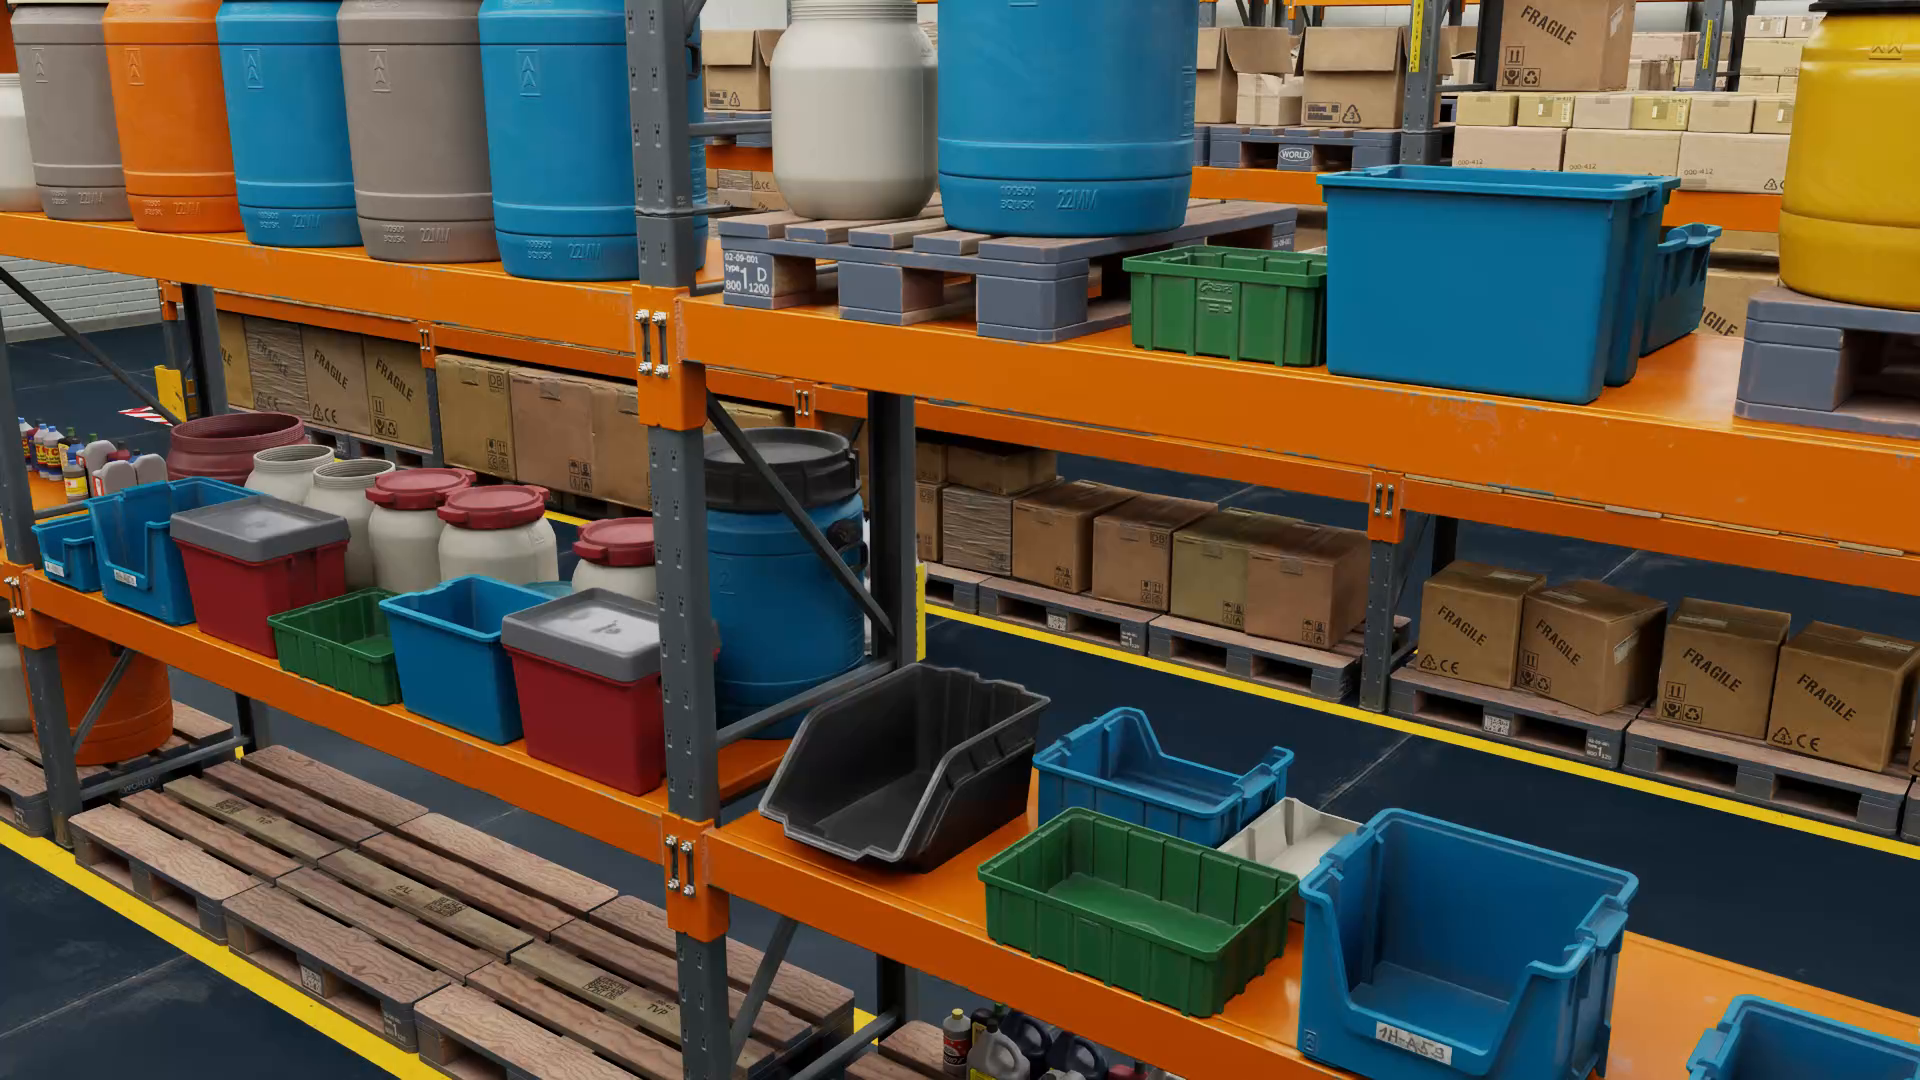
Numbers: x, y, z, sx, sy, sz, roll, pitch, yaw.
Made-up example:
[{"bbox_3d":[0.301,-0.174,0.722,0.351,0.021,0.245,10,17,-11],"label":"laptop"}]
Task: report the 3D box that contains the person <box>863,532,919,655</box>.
[{"bbox_3d":[-0.602,0.296,9.804,0.841,0.793,0.467,12,20,34],"label":"person"}]
